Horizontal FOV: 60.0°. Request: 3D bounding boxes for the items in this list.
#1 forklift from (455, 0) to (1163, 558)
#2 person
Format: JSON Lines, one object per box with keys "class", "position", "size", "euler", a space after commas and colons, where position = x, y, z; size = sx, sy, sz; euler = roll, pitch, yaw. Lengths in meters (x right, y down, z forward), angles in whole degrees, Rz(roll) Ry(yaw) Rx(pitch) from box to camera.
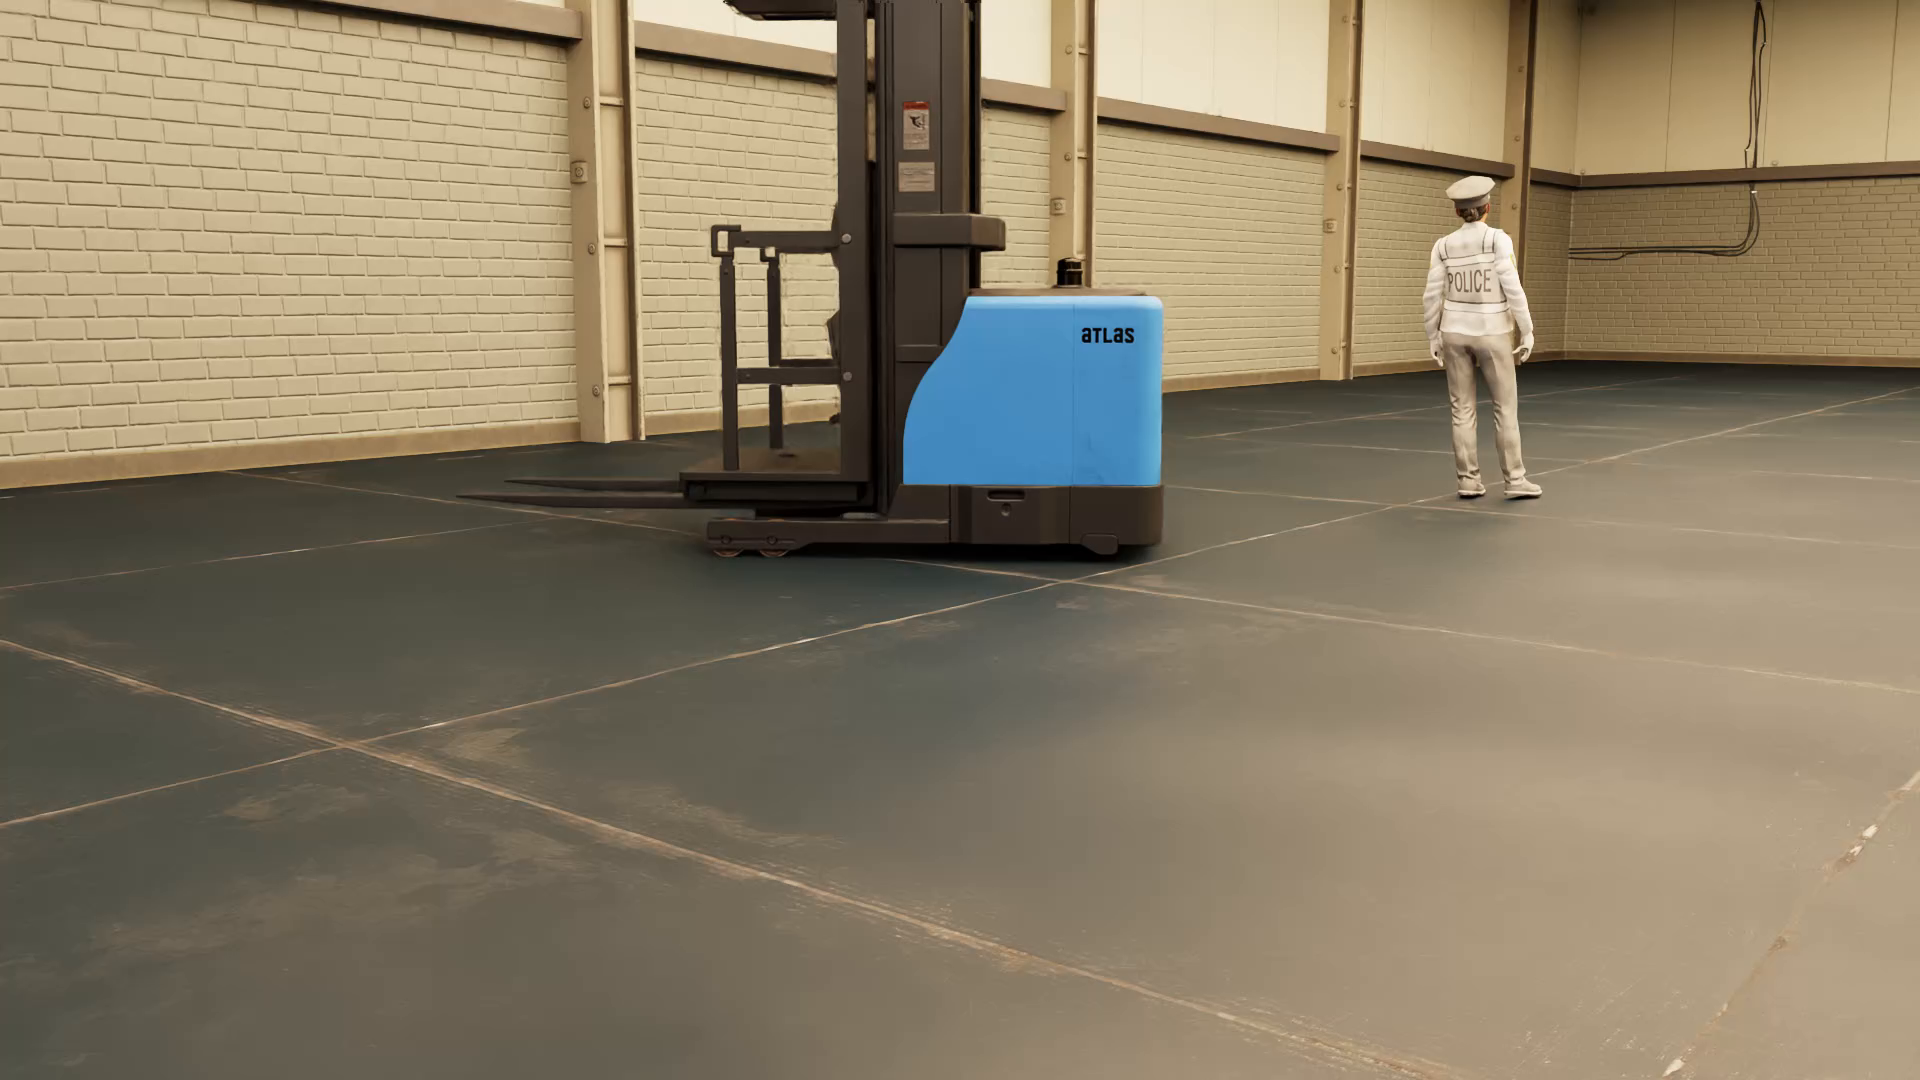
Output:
{"class": "forklift", "position": [-0.644, -1.450, 7.193], "size": [3.031, 2.935, 1.130], "euler": [1, 8, 5]}
{"class": "person", "position": [2.785, -1.079, 8.878], "size": [0.587, 1.694, 0.530], "euler": [7, 11, 38]}
